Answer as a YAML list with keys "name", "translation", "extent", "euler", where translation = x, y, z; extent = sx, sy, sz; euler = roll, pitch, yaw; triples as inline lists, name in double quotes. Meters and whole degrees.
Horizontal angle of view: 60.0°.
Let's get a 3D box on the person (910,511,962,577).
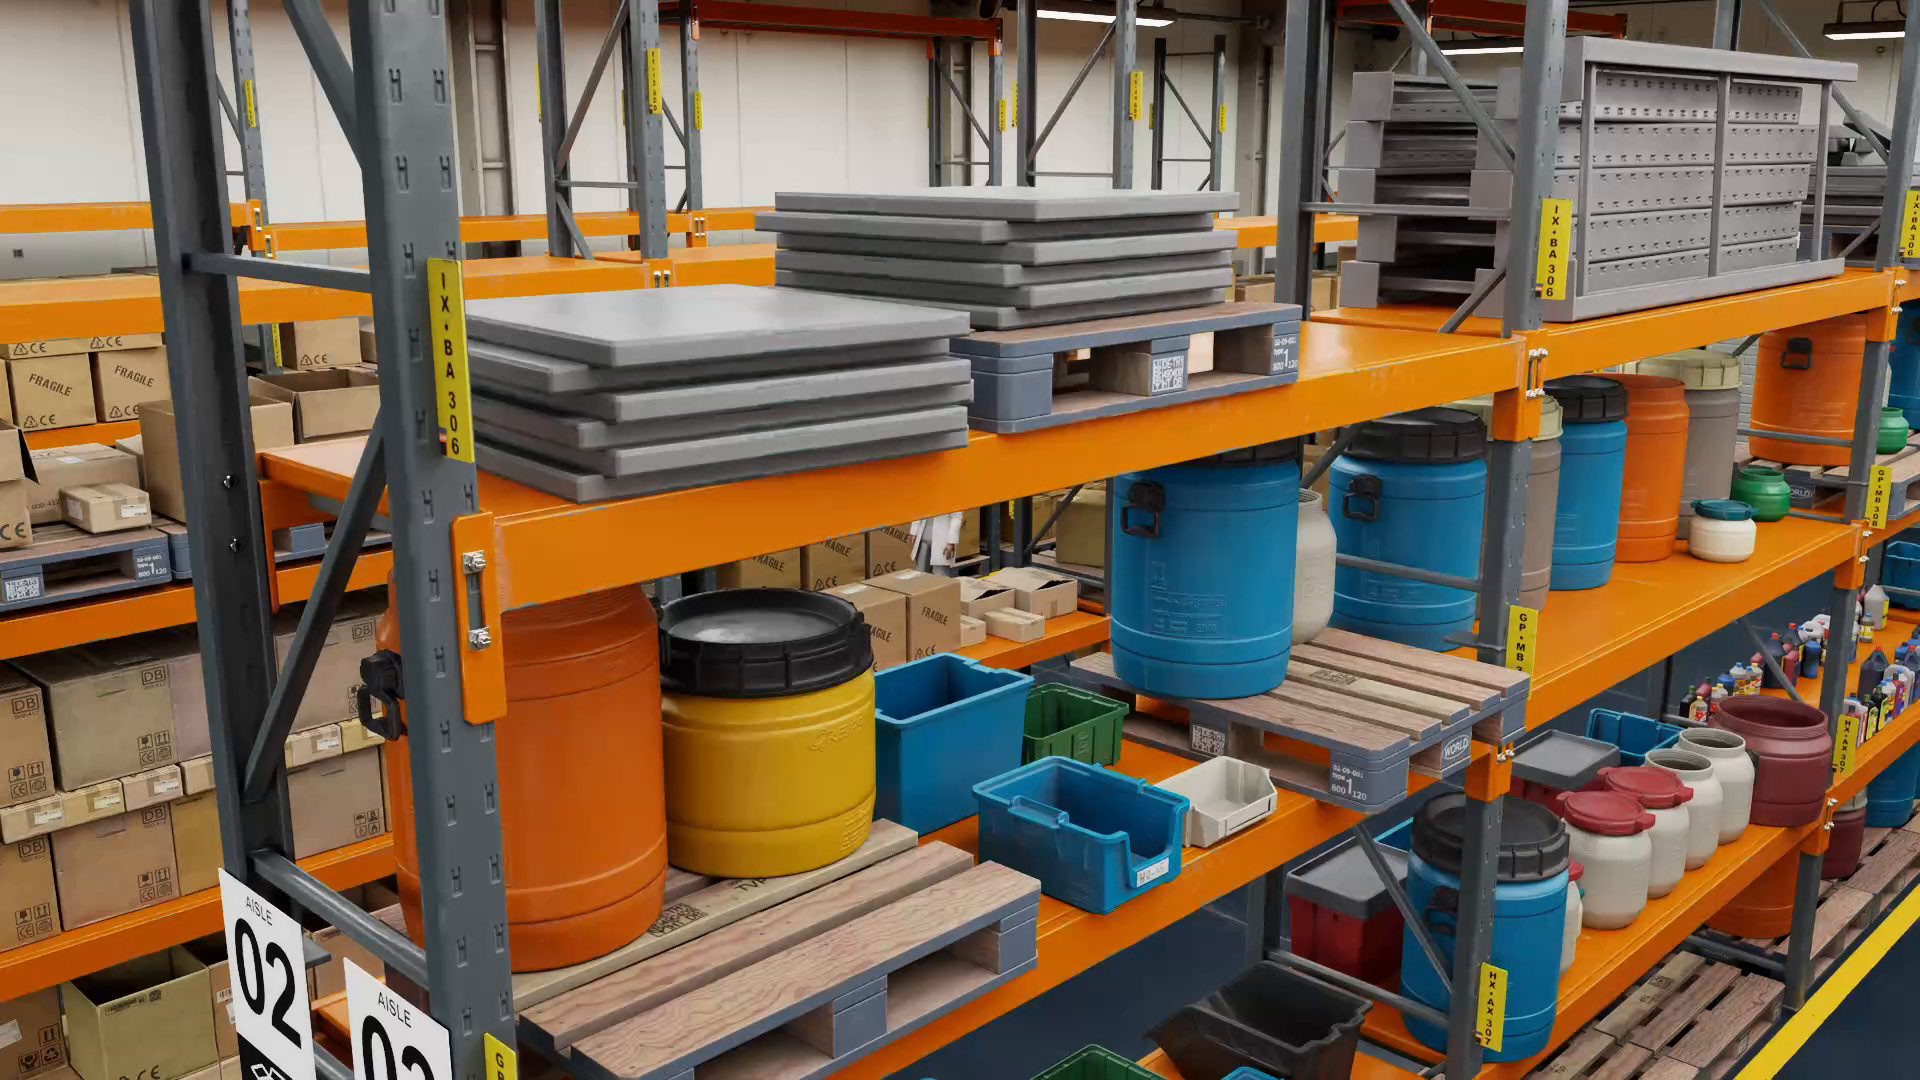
- name: "person"
  translation: [-0.255, 0.003, 16.513]
  extent: [0.643, 1.773, 0.427]
  euler: [13, 19, 43]
